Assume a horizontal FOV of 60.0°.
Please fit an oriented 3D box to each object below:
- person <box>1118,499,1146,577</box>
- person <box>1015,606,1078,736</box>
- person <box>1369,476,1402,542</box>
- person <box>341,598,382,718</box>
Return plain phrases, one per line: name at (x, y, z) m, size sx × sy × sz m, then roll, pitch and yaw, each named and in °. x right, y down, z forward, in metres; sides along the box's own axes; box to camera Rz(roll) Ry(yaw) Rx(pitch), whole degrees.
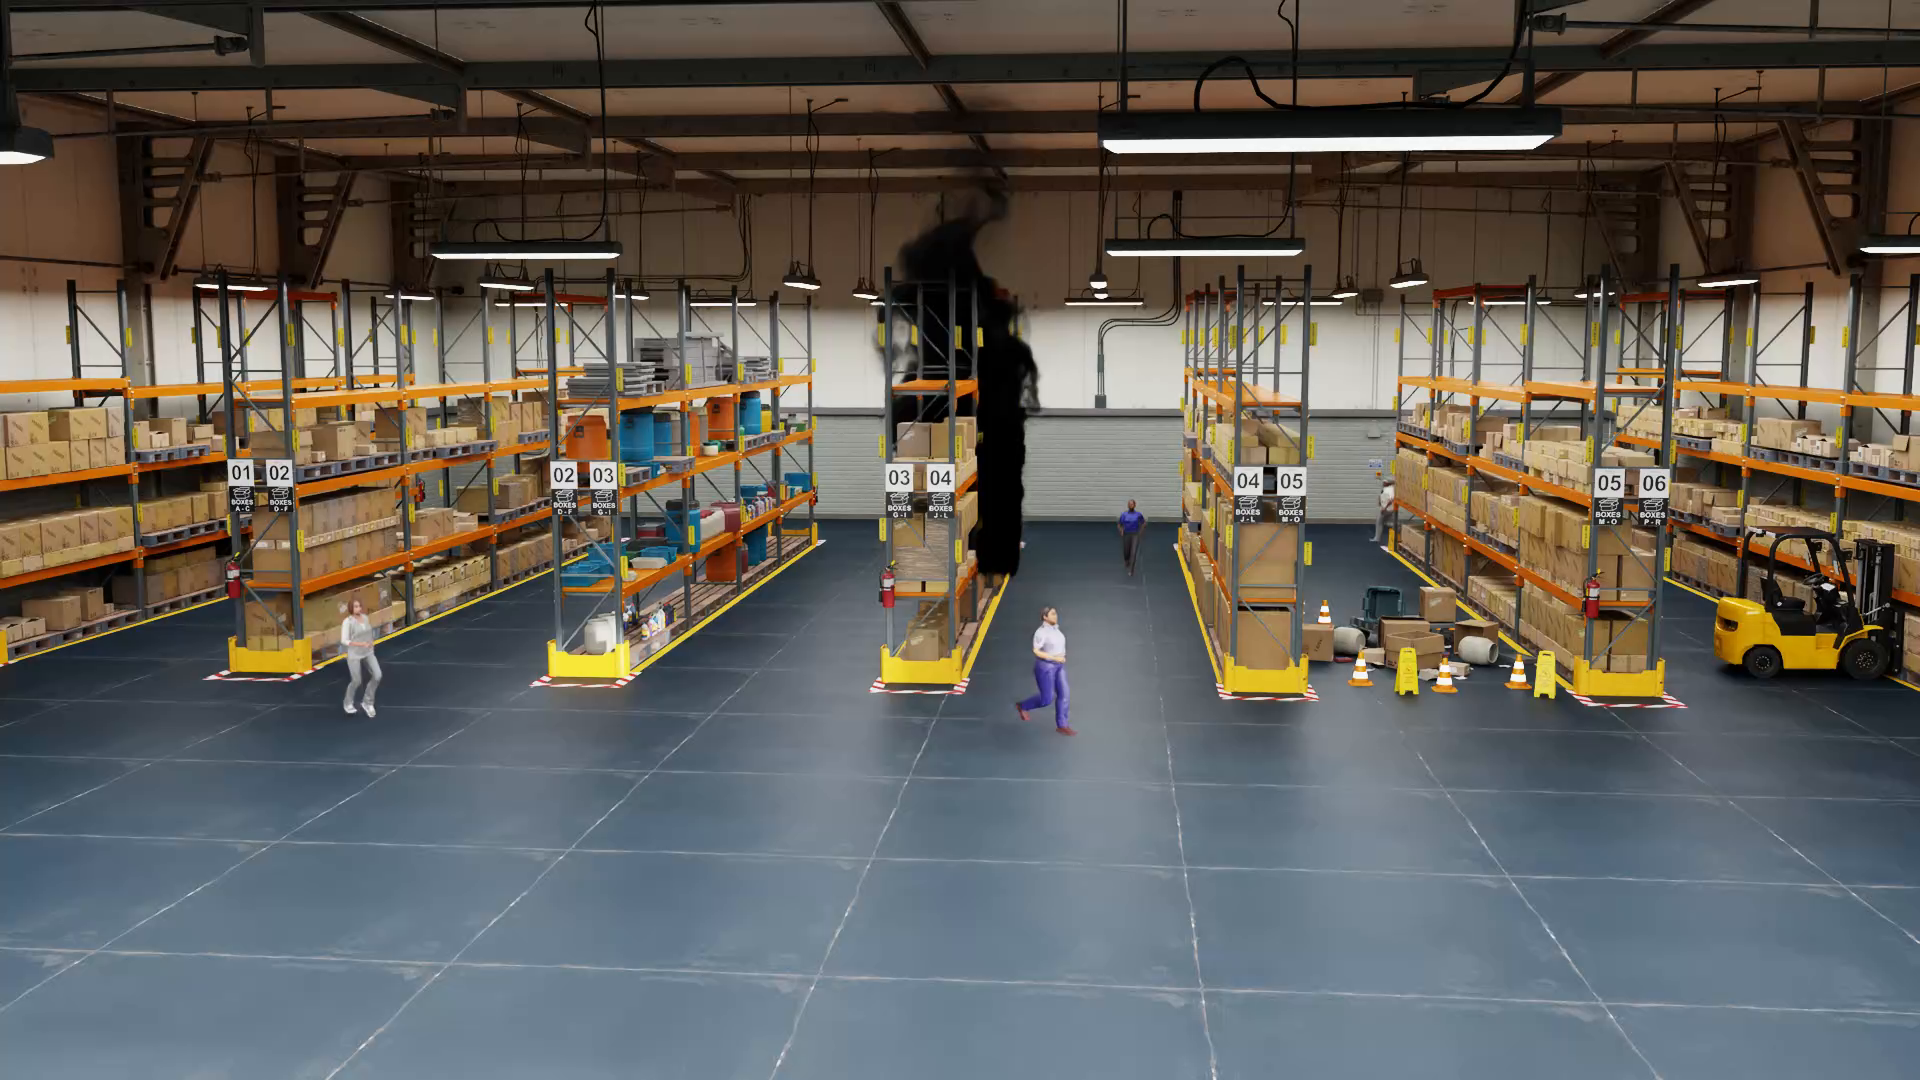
person at (3.632, -0.051, 35.125) m, size 0.593 × 1.612 × 0.773 m, roll 1°, pitch 7°, yaw 6°
person at (1.117, 1.645, 21.104) m, size 0.849 × 1.640 × 0.607 m, roll 5°, pitch 8°, yaw 33°
person at (10.386, -0.740, 40.478) m, size 0.832 × 1.643 × 0.657 m, roll 3°, pitch 7°, yaw 21°
person at (-7.939, 1.557, 22.016) m, size 0.672 × 1.596 × 0.543 m, roll 5°, pitch 9°, yaw 38°
